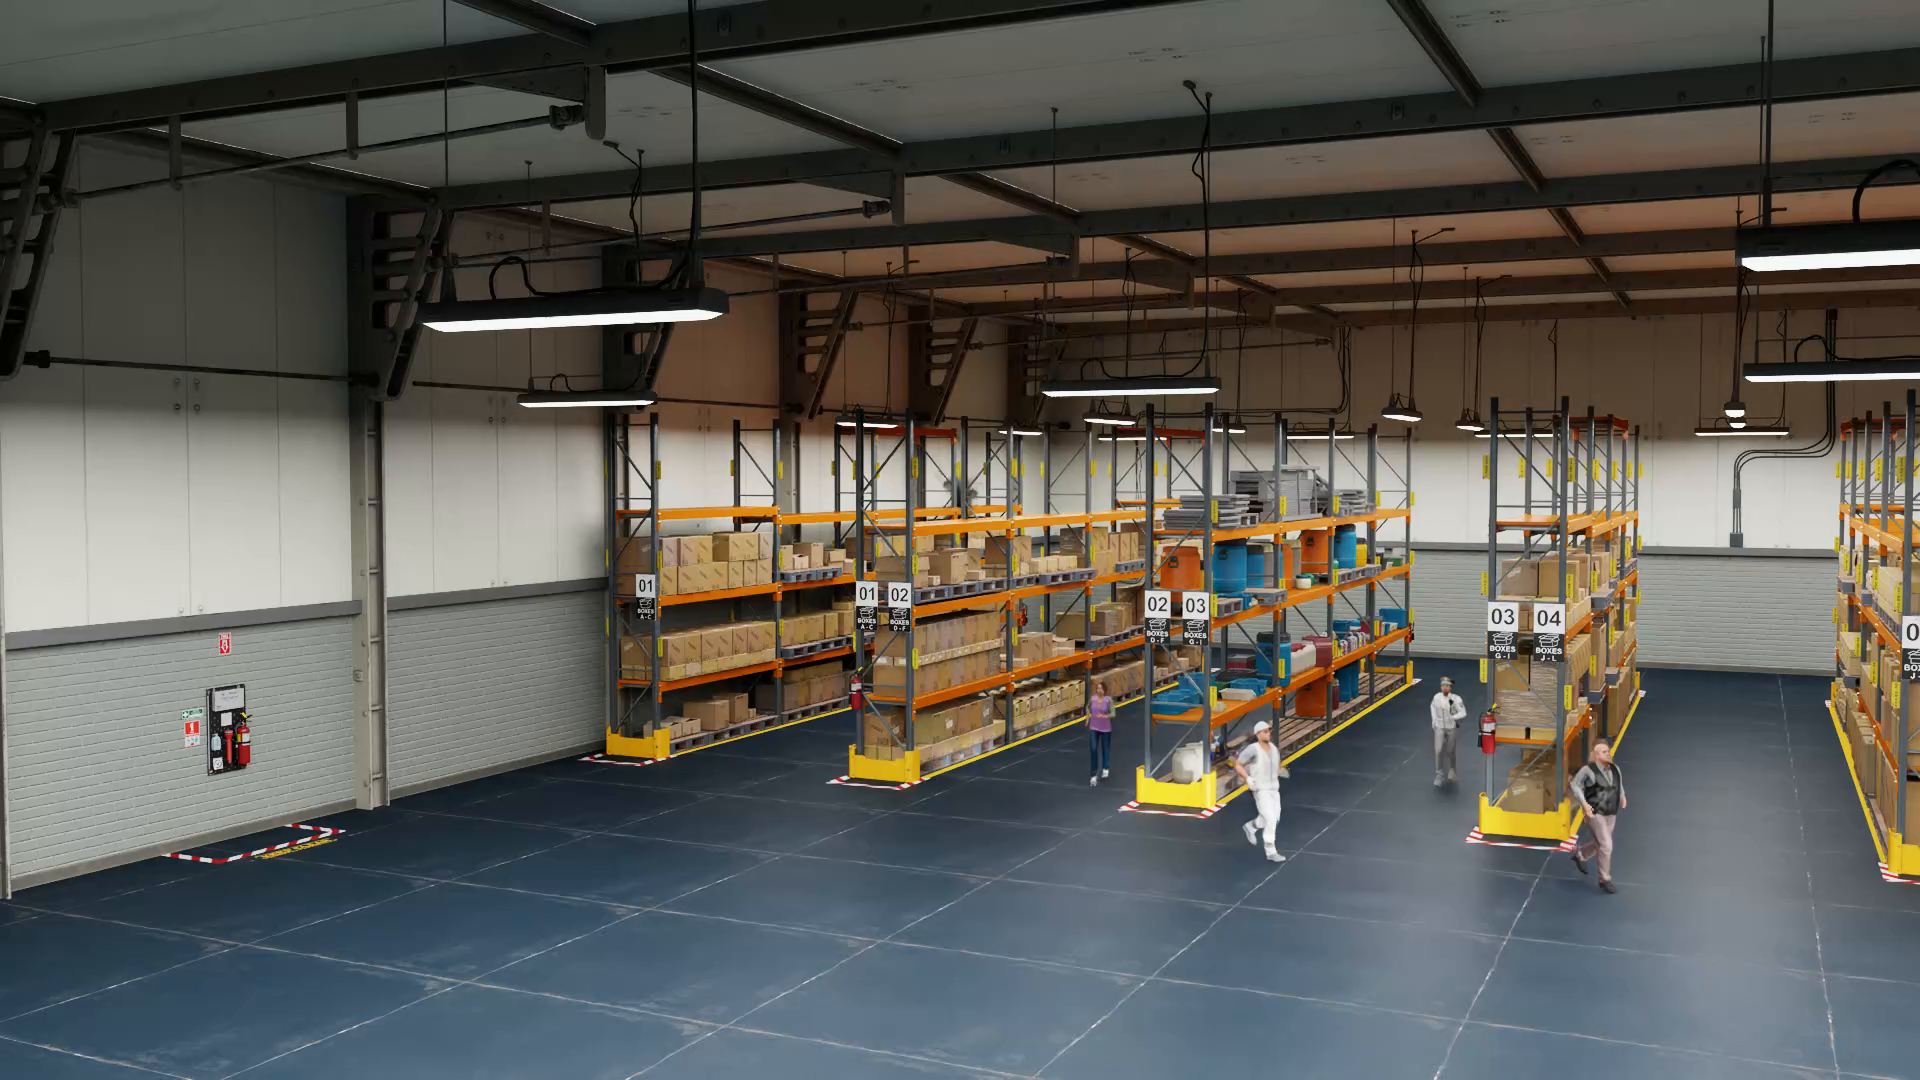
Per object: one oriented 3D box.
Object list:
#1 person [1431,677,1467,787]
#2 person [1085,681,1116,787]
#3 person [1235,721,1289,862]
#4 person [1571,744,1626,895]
[{"bbox_3d":[7.783,3.040,26.552,0.605,1.725,0.784,1,3,27],"label":"person"},{"bbox_3d":[2.245,3.075,26.585,0.510,1.646,0.721,1,2,12],"label":"person"},{"bbox_3d":[3.903,3.220,21.455,0.668,1.758,0.856,-2,3,-33],"label":"person"},{"bbox_3d":[7.661,3.297,19.988,0.661,1.738,0.841,-1,3,-22],"label":"person"}]
